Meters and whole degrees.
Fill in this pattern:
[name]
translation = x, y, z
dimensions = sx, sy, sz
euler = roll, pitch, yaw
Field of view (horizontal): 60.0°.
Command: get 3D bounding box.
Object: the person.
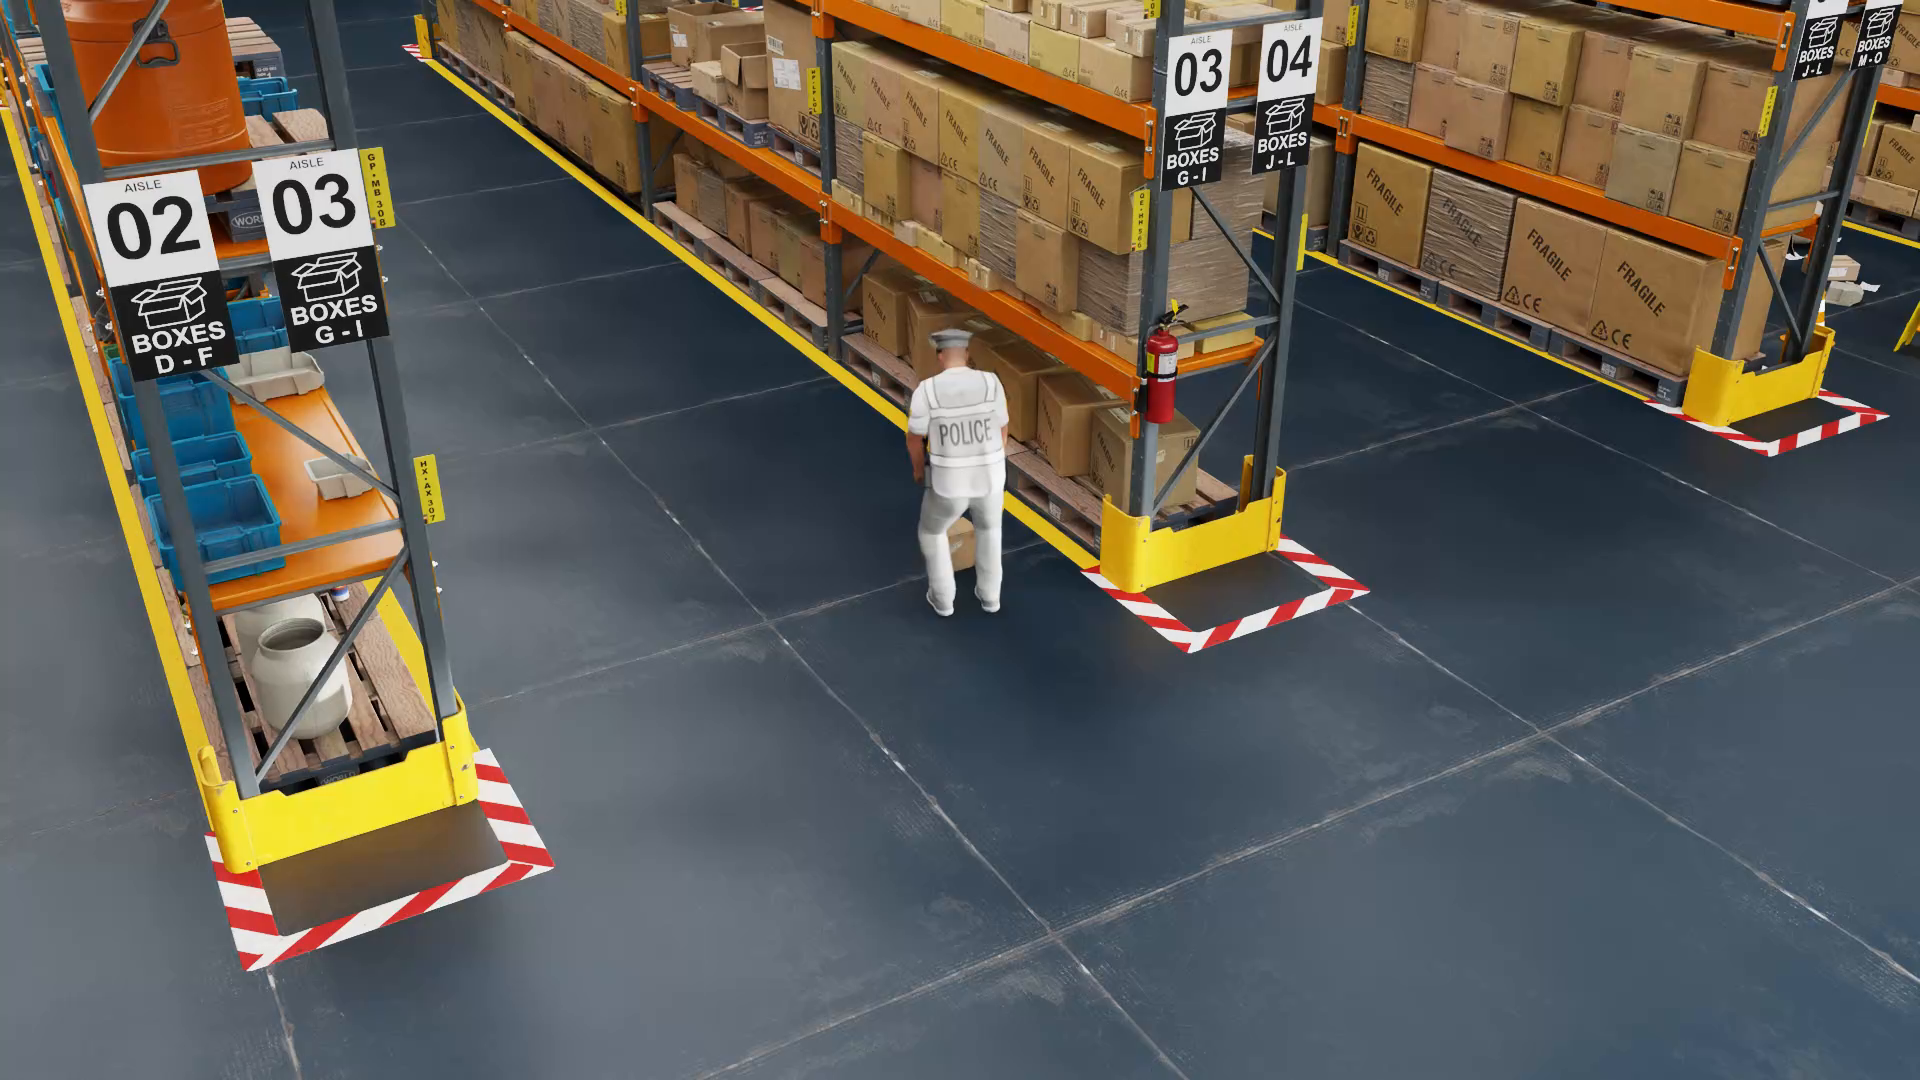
[person]
translation = -0.013, -0.360, 9.332
dimensions = 0.571, 1.650, 0.581
euler = -4, 29, -7
